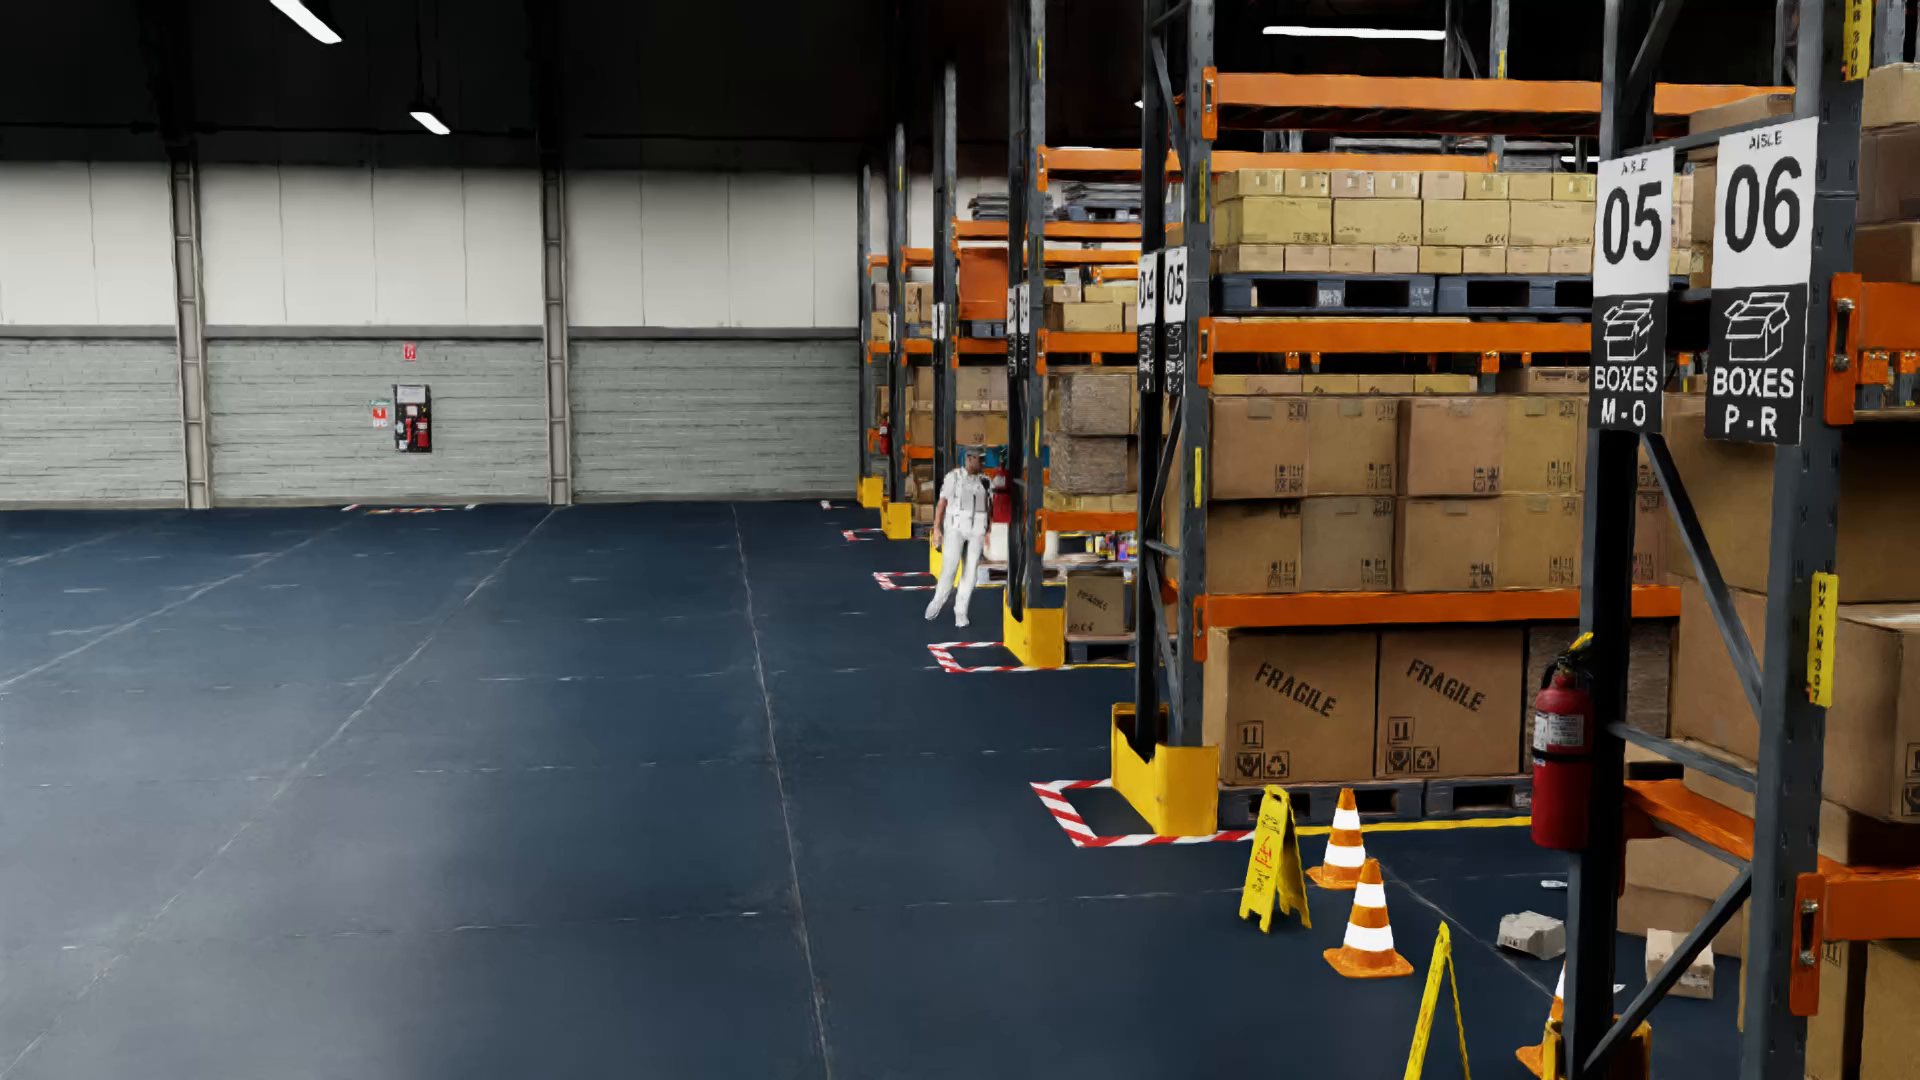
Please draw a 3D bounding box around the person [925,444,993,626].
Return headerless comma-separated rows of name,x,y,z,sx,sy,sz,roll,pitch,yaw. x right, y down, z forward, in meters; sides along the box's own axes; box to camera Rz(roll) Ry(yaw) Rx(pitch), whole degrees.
person,0.026,-0.057,16.171,0.690,1.748,0.476,-3,7,-21
